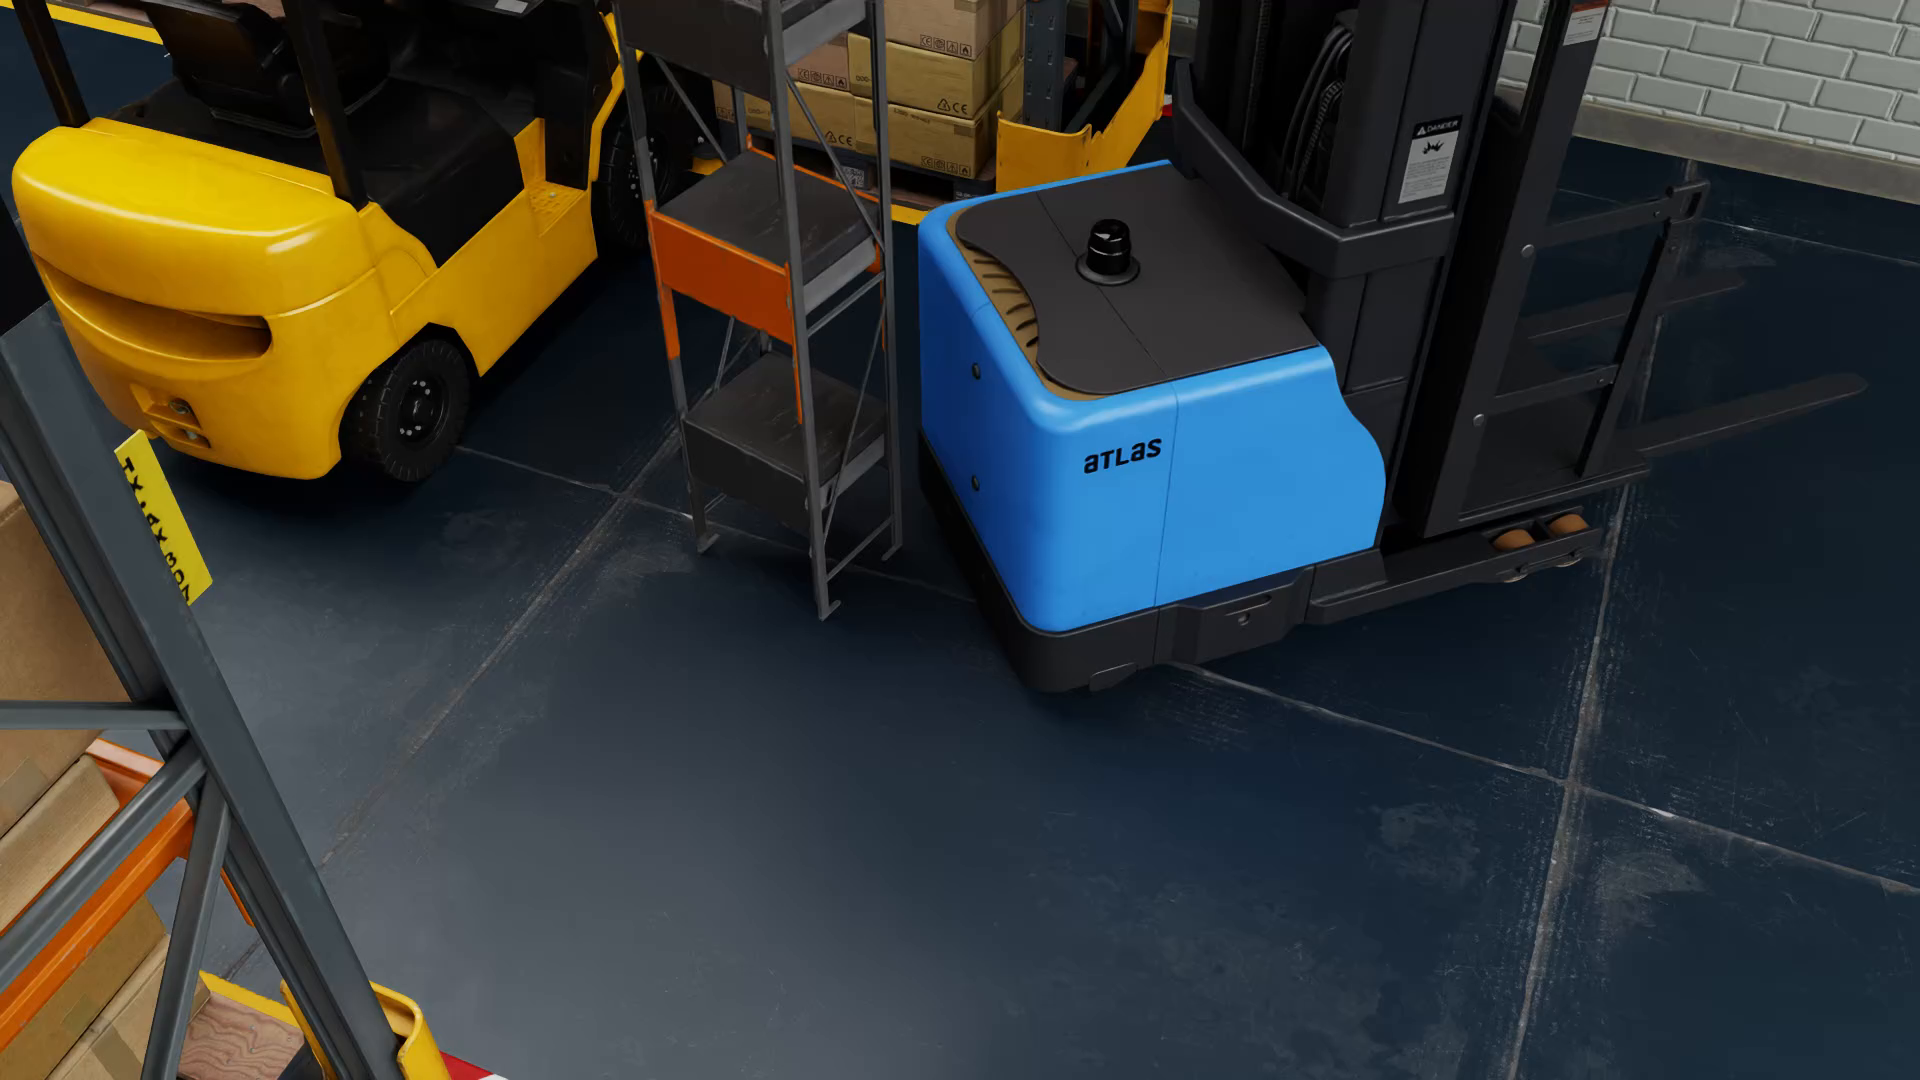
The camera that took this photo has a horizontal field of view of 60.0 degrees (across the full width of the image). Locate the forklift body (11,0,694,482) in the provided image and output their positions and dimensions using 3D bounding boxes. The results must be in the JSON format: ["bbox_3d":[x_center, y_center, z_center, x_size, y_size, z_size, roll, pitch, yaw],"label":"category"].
[{"bbox_3d":[-1.975,-1.614,5.348,1.214,2.155,2.313,16,47,16],"label":"forklift body"}]

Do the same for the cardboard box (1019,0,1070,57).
[{"bbox_3d":[0.123,-2.202,6.634,0.500,0.250,0.500,17,47,17],"label":"cardboard box"}]

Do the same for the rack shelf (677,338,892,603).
[{"bbox_3d":[-0.501,-0.212,4.986,0.480,0.518,0.431,27,51,24],"label":"rack shelf"}]

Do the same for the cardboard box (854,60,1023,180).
[{"bbox_3d":[-0.078,-1.684,6.467,0.500,0.250,0.500,17,47,16],"label":"cardboard box"}]

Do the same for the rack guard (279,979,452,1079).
[{"bbox_3d":[-1.500,1.510,3.378,0.348,0.500,1.175,16,47,16],"label":"rack guard"}]

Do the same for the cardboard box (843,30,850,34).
[{"bbox_3d":[-0.541,-2.173,6.250,0.500,0.250,0.500,17,47,17],"label":"cardboard box"}]

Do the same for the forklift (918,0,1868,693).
[{"bbox_3d":[1.441,-1.246,4.424,3.031,2.935,1.130,-14,47,-14],"label":"forklift"}]

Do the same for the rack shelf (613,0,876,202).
[{"bbox_3d":[-0.500,-1.205,3.999,0.480,0.518,0.431,27,51,24],"label":"rack shelf"}]

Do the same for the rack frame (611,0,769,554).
[{"bbox_3d":[-0.699,-0.819,4.584,0.015,2.100,0.400,27,51,24],"label":"rack frame"}]

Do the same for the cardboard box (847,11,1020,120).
[{"bbox_3d":[-0.092,-1.868,6.298,0.500,0.250,0.500,16,47,15],"label":"cardboard box"}]

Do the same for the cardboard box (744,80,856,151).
[{"bbox_3d":[-0.533,-1.825,6.609,0.500,0.250,0.500,16,47,16],"label":"cardboard box"}]

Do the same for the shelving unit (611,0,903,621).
[{"bbox_3d":[-0.501,-0.718,4.483,0.503,2.100,0.431,27,51,24],"label":"shelving unit"}]

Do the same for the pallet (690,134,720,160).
[{"bbox_3d":[-1.367,-2.112,7.223,1.213,0.211,1.003,16,47,16],"label":"pallet"}]

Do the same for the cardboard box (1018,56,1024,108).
[{"bbox_3d":[0.099,-2.023,6.808,0.500,0.250,0.500,17,47,16],"label":"cardboard box"}]

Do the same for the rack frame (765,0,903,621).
[{"bbox_3d":[-0.302,-0.618,4.382,0.015,2.100,0.400,27,51,24],"label":"rack frame"}]

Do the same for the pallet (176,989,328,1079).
[{"bbox_3d":[-2.237,1.369,3.725,1.213,0.211,1.003,16,47,16],"label":"pallet"}]

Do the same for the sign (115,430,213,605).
[{"bbox_3d":[-1.222,-0.016,2.525,0.005,0.325,0.100,16,47,16],"label":"sign"}]

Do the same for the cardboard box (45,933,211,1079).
[{"bbox_3d":[-2.068,1.071,3.699,0.500,0.250,0.500,16,47,16],"label":"cardboard box"}]

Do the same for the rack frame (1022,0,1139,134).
[{"bbox_3d":[0.477,-2.588,5.724,0.127,3.000,1.000,16,47,16],"label":"rack frame"}]

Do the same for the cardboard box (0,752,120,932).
[{"bbox_3d":[-1.664,0.506,2.793,0.250,0.149,0.380,17,47,16],"label":"cardboard box"}]

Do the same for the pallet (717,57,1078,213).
[{"bbox_3d":[-0.245,-1.780,6.889,1.213,0.211,1.003,16,47,16],"label":"pallet"}]

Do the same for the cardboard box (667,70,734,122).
[{"bbox_3d":[-0.992,-1.967,6.752,0.500,0.250,0.500,17,47,16],"label":"cardboard box"}]

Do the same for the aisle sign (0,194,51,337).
[{"bbox_3d":[-1.254,-0.462,1.745,0.004,0.787,0.394,16,47,16],"label":"aisle sign"}]

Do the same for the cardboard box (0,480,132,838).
[{"bbox_3d":[-1.761,0.194,2.646,0.500,0.500,0.500,16,47,15],"label":"cardboard box"}]

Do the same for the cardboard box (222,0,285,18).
[{"bbox_3d":[-2.895,-2.501,7.289,0.500,0.250,0.500,17,47,16],"label":"cardboard box"}]

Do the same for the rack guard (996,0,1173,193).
[{"bbox_3d":[0.499,-1.695,6.599,0.348,0.500,1.175,16,47,16],"label":"rack guard"}]

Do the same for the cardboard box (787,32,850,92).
[{"bbox_3d":[-0.551,-2.011,6.442,0.500,0.250,0.500,16,47,15],"label":"cardboard box"}]

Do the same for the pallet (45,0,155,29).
[{"bbox_3d":[-3.909,-2.860,7.975,1.213,0.211,1.003,16,47,16],"label":"pallet"}]

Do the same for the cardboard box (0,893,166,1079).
[{"bbox_3d":[-2.091,0.799,3.440,0.500,0.500,0.500,15,47,15],"label":"cardboard box"}]

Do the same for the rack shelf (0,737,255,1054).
[{"bbox_3d":[-3.276,0.356,3.275,4.000,0.370,1.077,16,47,16],"label":"rack shelf"}]

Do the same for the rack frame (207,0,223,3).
[{"bbox_3d":[-3.214,-3.674,6.816,0.127,3.000,1.000,16,47,16],"label":"rack frame"}]

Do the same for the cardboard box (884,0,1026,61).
[{"bbox_3d":[-0.068,-2.038,6.115,0.500,0.250,0.500,18,48,17],"label":"cardboard box"}]

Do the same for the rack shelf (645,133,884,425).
[{"bbox_3d":[-0.501,-0.709,4.492,0.480,0.518,0.431,27,51,24],"label":"rack shelf"}]
